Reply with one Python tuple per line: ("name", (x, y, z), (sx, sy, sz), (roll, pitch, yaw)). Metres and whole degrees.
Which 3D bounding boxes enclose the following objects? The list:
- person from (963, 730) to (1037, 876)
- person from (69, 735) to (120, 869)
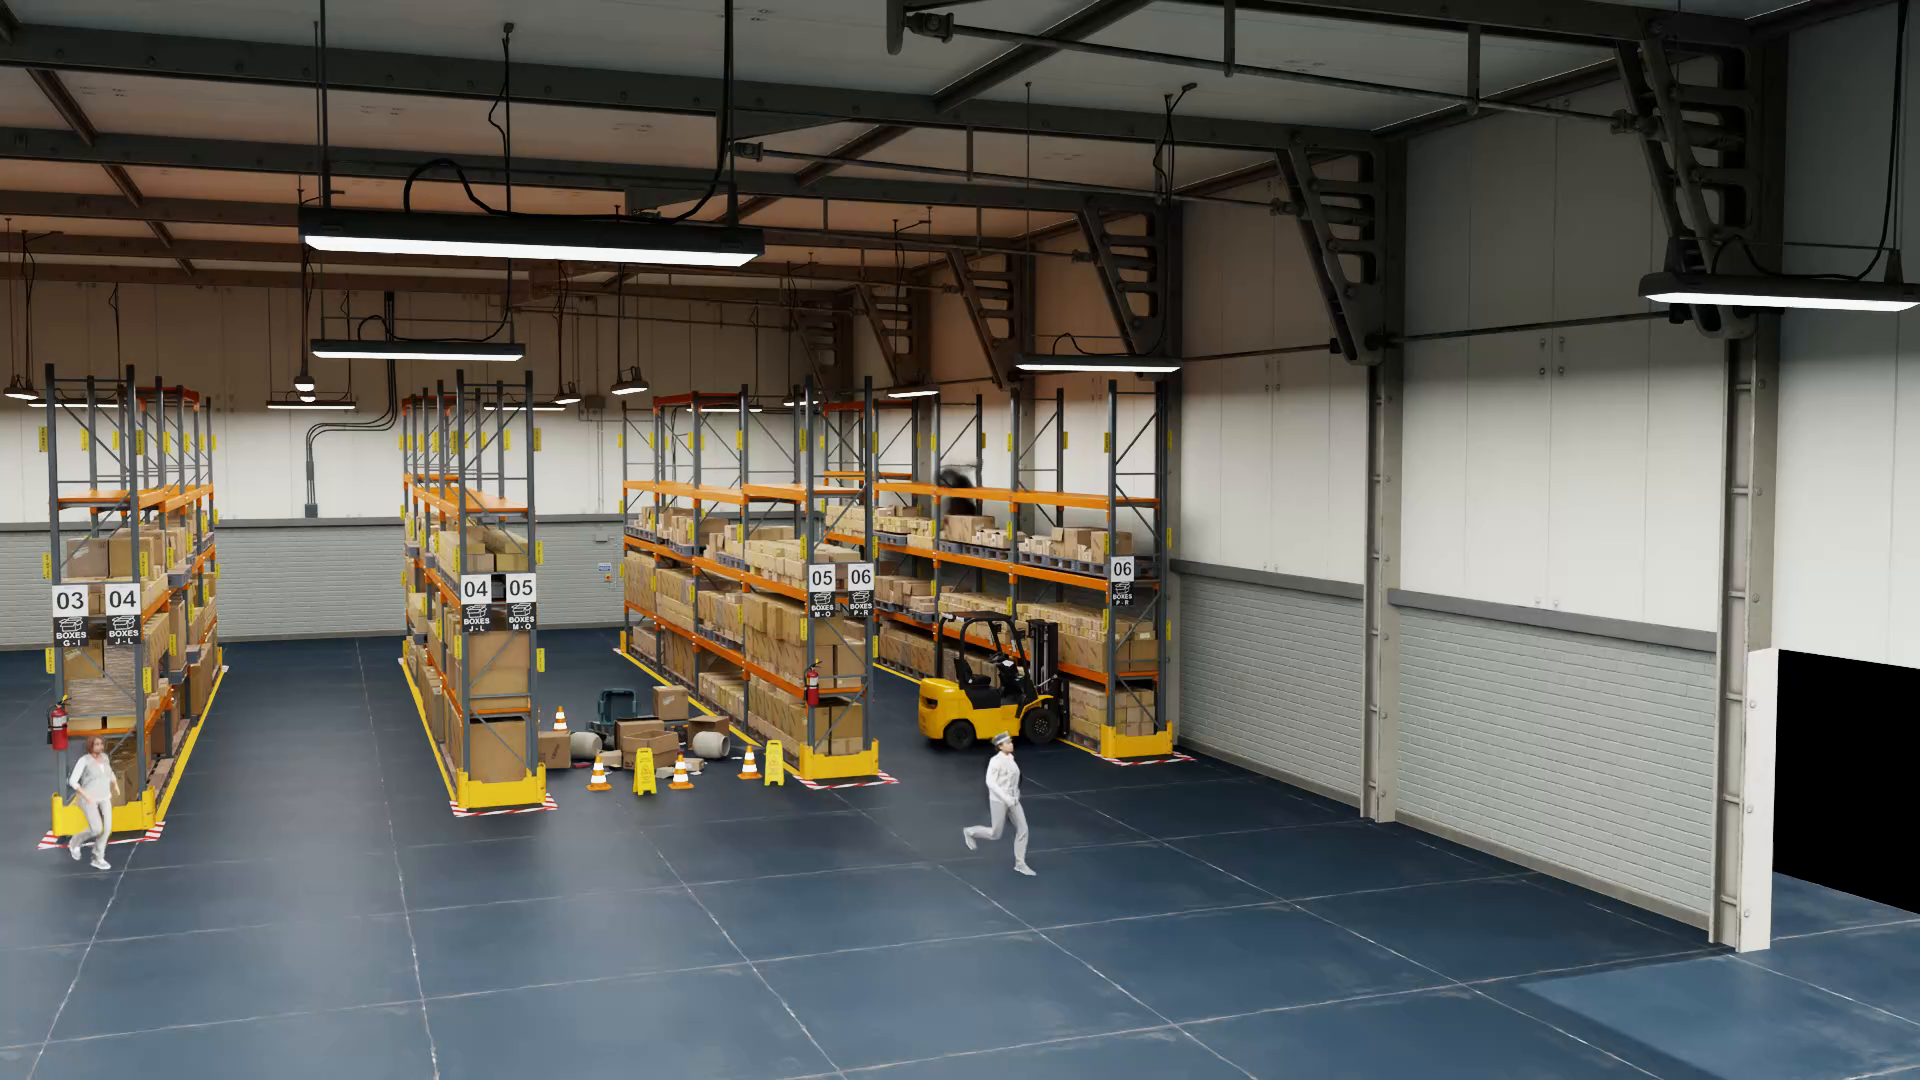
("person", (0.480, 3.056, 19.459), (0.942, 1.685, 0.602), (2, 4, 35))
("person", (-10.245, 3.080, 19.638), (0.542, 1.577, 0.561), (1, 4, 24))
